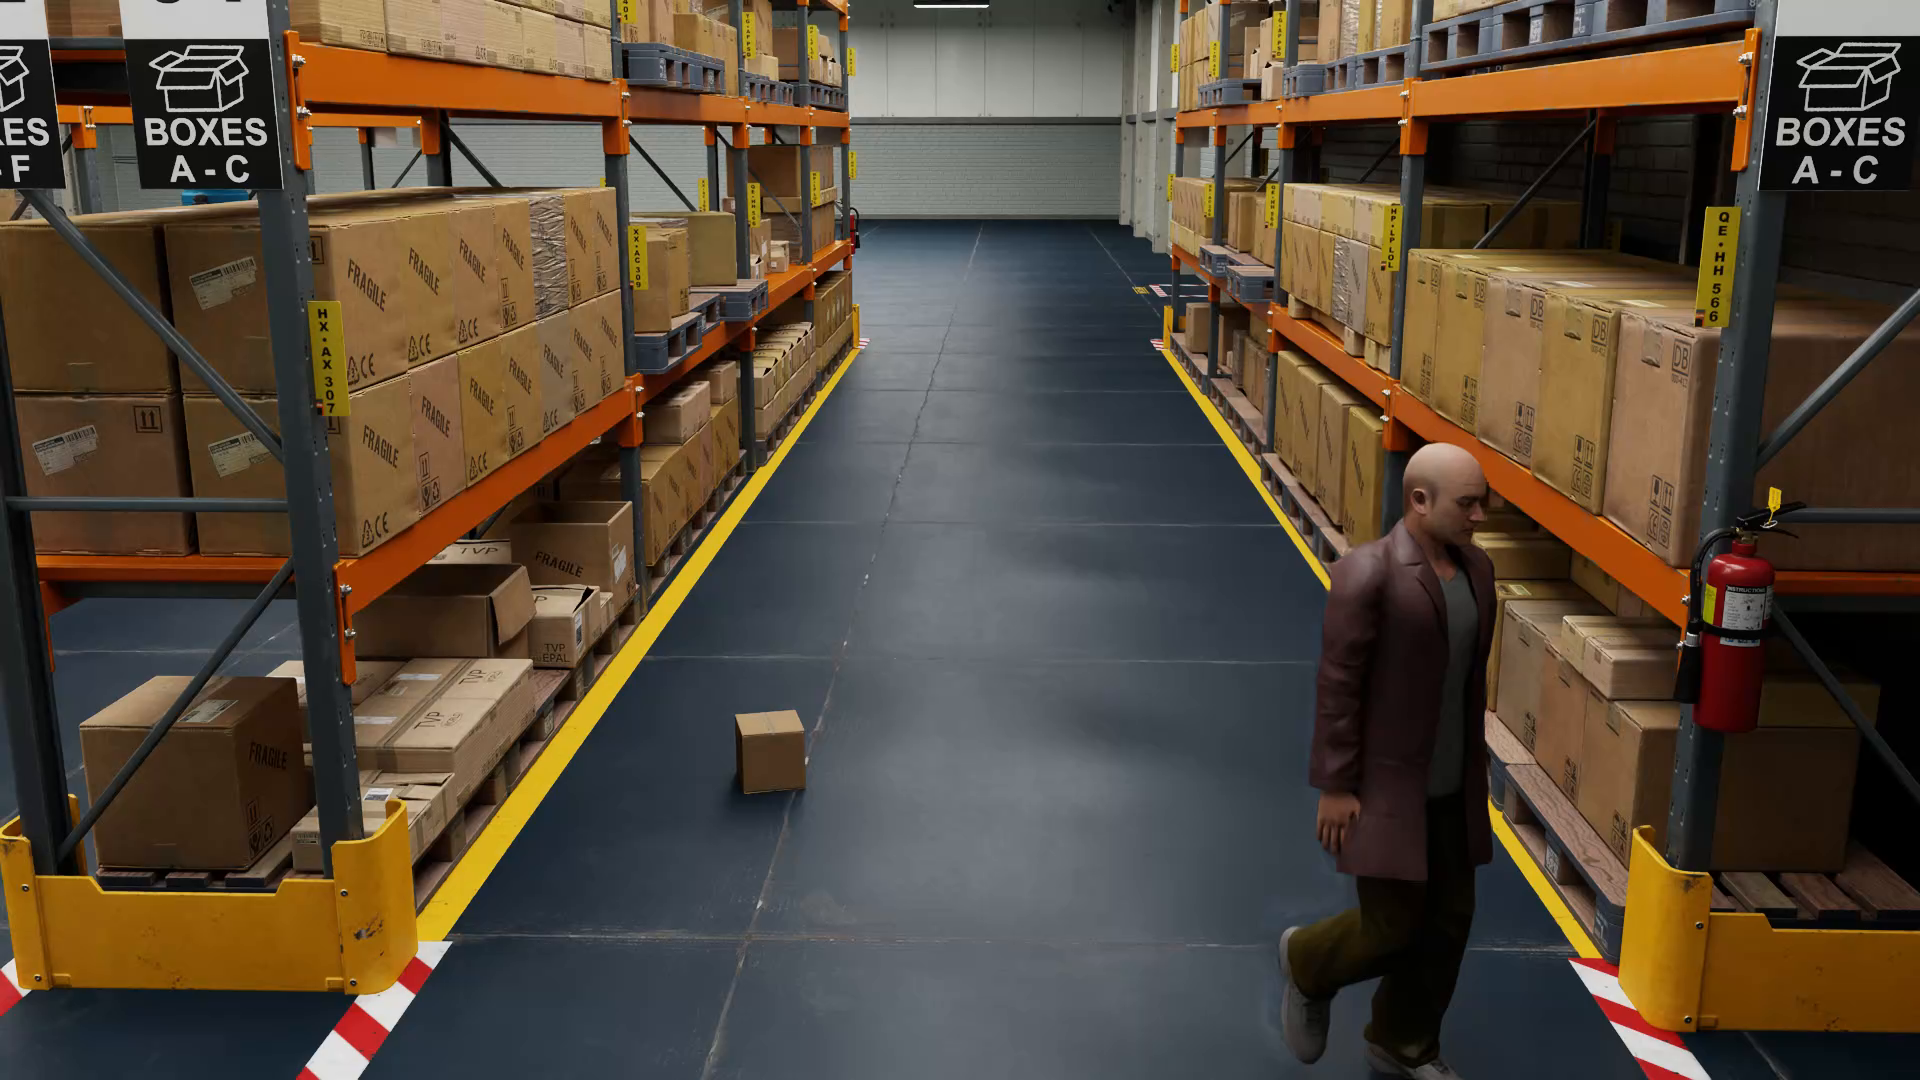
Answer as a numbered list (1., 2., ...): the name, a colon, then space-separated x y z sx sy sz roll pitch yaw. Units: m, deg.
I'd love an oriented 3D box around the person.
1. person: 1.145 0.612 4.380 0.608 1.769 0.595 -8 16 -29
